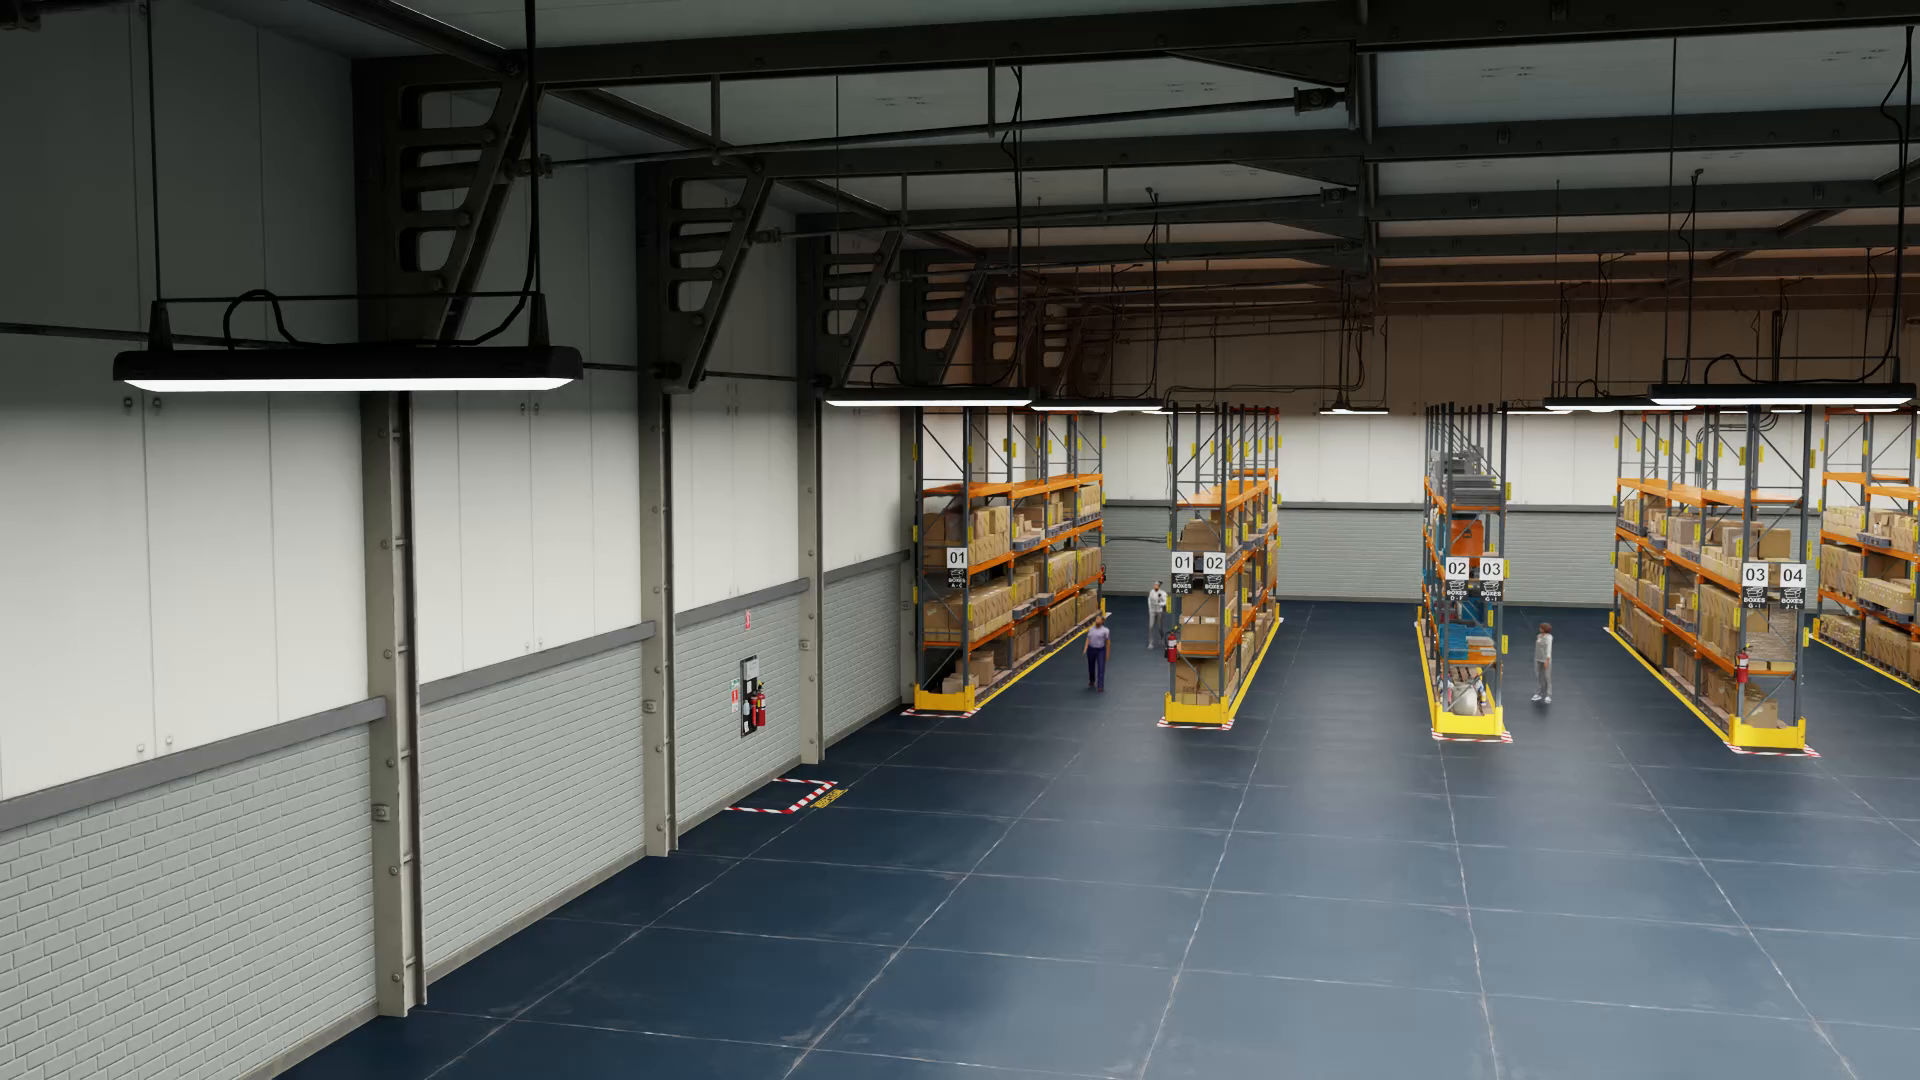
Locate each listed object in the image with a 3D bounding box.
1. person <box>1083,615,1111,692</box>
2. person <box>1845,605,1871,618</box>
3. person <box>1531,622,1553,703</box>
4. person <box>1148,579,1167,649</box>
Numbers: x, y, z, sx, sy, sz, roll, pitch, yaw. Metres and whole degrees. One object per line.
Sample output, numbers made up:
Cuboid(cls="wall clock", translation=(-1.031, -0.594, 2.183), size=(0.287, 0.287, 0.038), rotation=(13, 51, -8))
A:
Cuboid(cls="person", translation=(2.866, 2.364, 34.813), size=(0.568, 1.587, 0.978), rotation=(0, 4, 6))
Cuboid(cls="person", translation=(24.452, 1.482, 45.339), size=(0.794, 1.758, 0.567), rotation=(-2, 5, -24))
Cuboid(cls="person", translation=(11.742, 2.458, 33.484), size=(0.339, 1.620, 0.409), rotation=(-3, 5, -38))
Cuboid(cls="person", translation=(4.926, 1.834, 41.359), size=(0.573, 1.735, 0.804), rotation=(1, 4, 19))
